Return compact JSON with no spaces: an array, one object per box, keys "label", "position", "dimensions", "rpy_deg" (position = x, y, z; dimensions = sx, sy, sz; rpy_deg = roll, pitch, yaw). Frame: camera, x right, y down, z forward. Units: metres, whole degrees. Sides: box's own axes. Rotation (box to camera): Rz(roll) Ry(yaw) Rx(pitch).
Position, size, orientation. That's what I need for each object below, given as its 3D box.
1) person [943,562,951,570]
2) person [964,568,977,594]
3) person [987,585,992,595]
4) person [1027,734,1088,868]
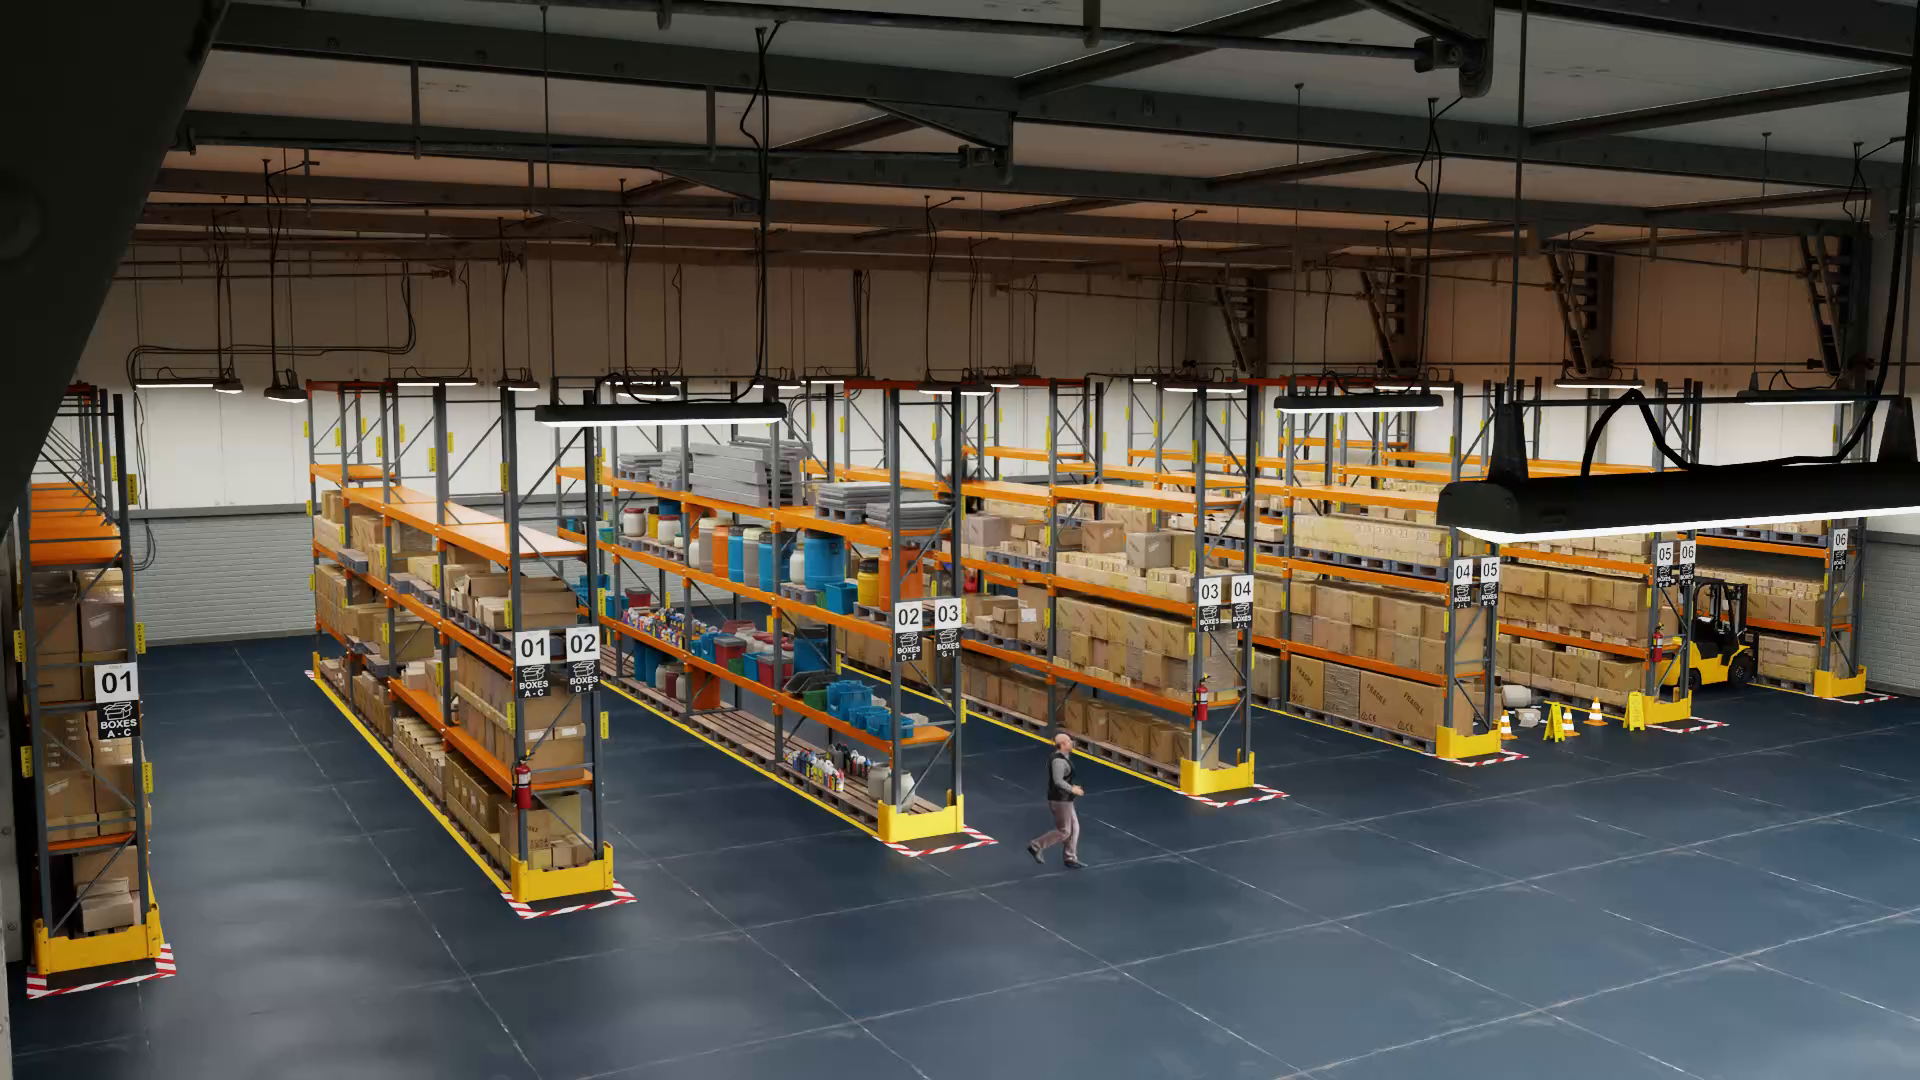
[{"label":"person","position":[-0.334,1.117,41.523],"dimensions":[0.640,1.605,0.828],"rpy_deg":[4,8,36]},{"label":"person","position":[0.248,1.492,37.646],"dimensions":[0.671,1.730,0.910],"rpy_deg":[-3,7,-24]},{"label":"person","position":[0.499,1.636,34.477],"dimensions":[0.558,1.622,0.507],"rpy_deg":[-3,7,-28]},{"label":"person","position":[1.246,3.275,20.864],"dimensions":[0.735,1.724,0.685],"rpy_deg":[0,6,1]}]
